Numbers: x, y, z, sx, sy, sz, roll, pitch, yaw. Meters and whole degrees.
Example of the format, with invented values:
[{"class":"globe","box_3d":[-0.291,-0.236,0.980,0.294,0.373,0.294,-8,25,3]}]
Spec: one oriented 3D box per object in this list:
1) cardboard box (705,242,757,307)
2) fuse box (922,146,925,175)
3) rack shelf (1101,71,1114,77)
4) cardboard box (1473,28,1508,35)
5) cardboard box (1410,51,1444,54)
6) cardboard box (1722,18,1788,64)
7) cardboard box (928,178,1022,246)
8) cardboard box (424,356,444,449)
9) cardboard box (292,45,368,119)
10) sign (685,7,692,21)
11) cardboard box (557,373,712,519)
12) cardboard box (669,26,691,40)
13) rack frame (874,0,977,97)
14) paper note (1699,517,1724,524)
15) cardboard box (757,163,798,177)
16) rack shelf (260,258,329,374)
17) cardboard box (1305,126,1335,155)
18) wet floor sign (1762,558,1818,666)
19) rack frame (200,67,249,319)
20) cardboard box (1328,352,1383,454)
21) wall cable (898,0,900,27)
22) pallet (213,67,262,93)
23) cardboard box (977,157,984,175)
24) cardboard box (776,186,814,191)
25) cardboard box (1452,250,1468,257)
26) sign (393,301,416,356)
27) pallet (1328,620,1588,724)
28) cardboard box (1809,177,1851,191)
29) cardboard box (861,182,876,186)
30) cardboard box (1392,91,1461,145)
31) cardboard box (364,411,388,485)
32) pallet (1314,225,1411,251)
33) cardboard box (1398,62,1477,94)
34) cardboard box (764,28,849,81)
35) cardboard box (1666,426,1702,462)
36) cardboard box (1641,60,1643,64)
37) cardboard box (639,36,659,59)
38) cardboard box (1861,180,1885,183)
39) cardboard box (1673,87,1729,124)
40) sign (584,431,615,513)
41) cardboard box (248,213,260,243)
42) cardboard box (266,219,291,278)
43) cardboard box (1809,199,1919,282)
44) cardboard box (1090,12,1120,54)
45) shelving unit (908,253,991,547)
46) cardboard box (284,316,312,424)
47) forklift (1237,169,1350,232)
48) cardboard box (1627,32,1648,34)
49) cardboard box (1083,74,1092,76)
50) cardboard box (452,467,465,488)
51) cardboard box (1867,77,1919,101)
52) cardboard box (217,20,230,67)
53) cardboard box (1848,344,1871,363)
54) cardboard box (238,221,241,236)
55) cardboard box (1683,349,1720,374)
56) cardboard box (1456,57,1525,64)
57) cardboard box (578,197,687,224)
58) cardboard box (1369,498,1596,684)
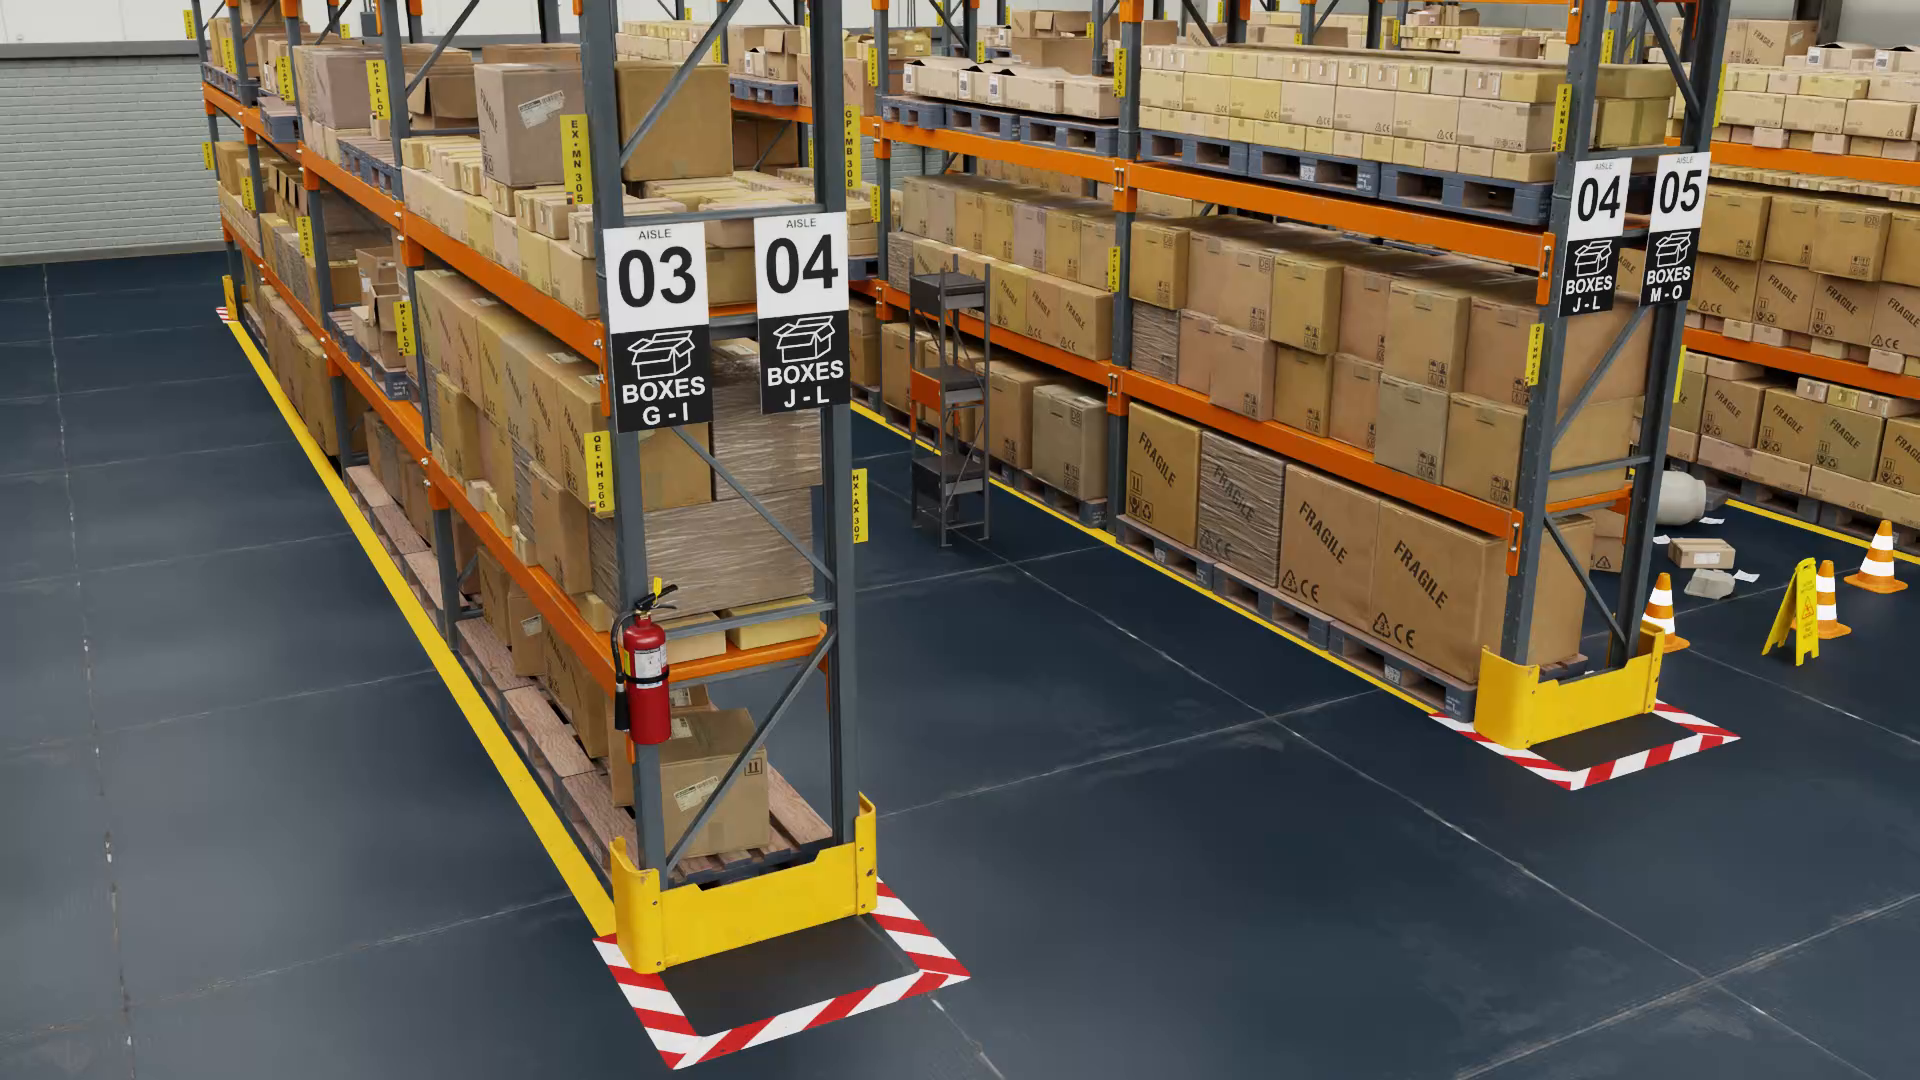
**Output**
[{"class":"cardboard box","box_3d":[-0.922,-1.176,7.072,0.500,0.250,0.500,-9,21,-25]},{"class":"fuse box","box_3d":[-0.577,-7.068,30.492,0.539,1.711,0.414,-10,21,-27]},{"class":"rack shelf","box_3d":[1.153,-6.282,22.744,1.077,0.370,4.000,-10,21,-27]},{"class":"cardboard box","box_3d":[6.897,-6.573,21.615,0.380,0.149,0.250,-10,21,-26]},{"class":"cardboard box","box_3d":[4.443,-4.674,16.826,0.700,0.500,0.500,-10,21,-27]},{"class":"cardboard box","box_3d":[8.825,-5.588,18.678,0.700,0.500,0.500,-10,22,-28]},{"class":"cardboard box","box_3d":[0.139,-2.931,14.841,0.700,0.500,0.500,-10,22,-27]},{"class":"cardboard box","box_3d":[-2.661,-0.848,9.881,0.875,0.500,0.500,-10,21,-27]},{"class":"cardboard box","box_3d":[-4.723,-3.474,12.582,0.500,0.500,0.500,-10,21,-26]},{"class":"sign","box_3d":[-3.608,-6.900,22.072,0.100,0.325,0.005,-10,21,-27]},{"class":"cardboard box","box_3d":[-1.399,-0.431,7.139,0.500,0.500,0.500,-10,21,-27]},{"class":"cardboard box","box_3d":[-3.232,-6.021,19.736,0.380,0.149,0.250,-10,21,-27]},{"class":"rack frame","box_3d":[-0.307,-5.522,14.840,1.000,3.000,0.127,-10,21,-27]},{"class":"paper note","box_3d":[5.895,-0.155,13.033,0.148,0.019,0.142,16,25,39]},{"class":"cardboard box","box_3d":[-2.219,-4.204,19.606,0.500,0.500,0.500,-10,22,-28]},{"class":"rack shelf","box_3d":[-5.669,-2.181,15.457,1.077,0.370,4.000,-10,21,-27]},{"class":"cardboard box","box_3d":[2.312,-2.416,10.023,0.380,0.149,0.250,-10,21,-26]},{"class":"wet floor sign","box_3d":[5.249,0.425,10.411,0.267,0.644,0.232,-14,24,-36]},{"class":"rack frame","box_3d":[-8.519,-4.244,20.331,1.000,3.000,0.127,-10,21,-27]},{"class":"cardboard box","box_3d":[2.840,-0.895,10.397,0.875,0.550,0.550,-10,21,-27]},{"class":"wall cable","box_3d":[-2.083,-10.320,28.742,2.355,3.000,0.029,-10,21,-27]},{"class":"pallet","box_3d":[-7.574,-5.058,18.228,1.003,0.211,1.213,-10,21,-27]},{"class":"cardboard box","box_3d":[0.443,-5.503,23.827,0.500,0.500,0.500,-10,22,-27]},{"class":"cardboard box","box_3d":[-1.678,-3.563,17.189,0.380,0.149,0.250,-9,21,-25]},{"class":"cardboard box","box_3d":[4.942,-2.814,15.928,0.380,0.149,0.250,-10,21,-27]},{"class":"sign","box_3d":[-3.307,-1.259,9.907,0.100,0.325,0.005,-10,21,-27]},{"class":"pallet","box_3d":[3.044,0.711,10.248,1.003,0.211,1.213,-10,21,-27]},{"class":"cardboard box","box_3d":[9.391,-3.811,17.929,0.380,0.149,0.250,-11,22,-28]},{"class":"cardboard box","box_3d":[-1.096,-3.659,17.467,0.380,0.149,0.250,-10,22,-27]},{"class":"cardboard box","box_3d":[2.777,-2.364,9.263,0.500,0.250,0.500,-10,21,-27]},{"class":"cardboard box","box_3d":[-4.384,-0.784,13.463,0.700,0.500,0.500,-11,22,-30]},{"class":"pallet","box_3d":[4.434,-3.203,17.610,1.213,0.211,1.003,-10,21,-27]},{"class":"cardboard box","box_3d":[2.670,-2.576,9.264,0.380,0.149,0.250,-10,21,-26]},{"class":"cardboard box","box_3d":[-1.588,-5.036,17.227,0.797,0.503,0.637,-10,22,-27]},{"class":"cardboard box","box_3d":[6.207,-0.870,14.125,0.500,0.250,0.500,-9,21,-24]},{"class":"cardboard box","box_3d":[7.911,-5.709,20.209,0.500,0.250,0.500,-11,22,-28]},{"class":"cardboard box","box_3d":[-3.648,-6.104,20.586,0.500,0.250,0.500,-10,21,-26]},{"class":"cardboard box","box_3d":[9.951,-3.819,17.952,0.380,0.149,0.250,-10,22,-27]},{"class":"cardboard box","box_3d":[6.122,-3.506,13.369,0.500,0.250,0.500,-10,21,-27]},{"class":"sign","box_3d":[-1.419,-0.267,6.547,0.100,0.325,0.005,-10,21,-27]},{"class":"cardboard box","box_3d":[-7.060,-3.251,17.229,0.500,0.250,0.500,-10,22,-28]},{"class":"cardboard box","box_3d":[-6.381,-2.828,16.074,0.500,0.500,0.500,-10,21,-27]},{"class":"cardboard box","box_3d":[6.799,-2.236,12.370,0.700,0.500,0.500,-10,22,-27]},{"class":"cardboard box","box_3d":[2.008,-6.543,21.445,0.500,0.500,0.500,-10,21,-26]},{"class":"shelving unit","box_3d":[-0.079,-1.040,12.427,0.431,2.100,0.503,-10,21,-27]},{"class":"cardboard box","box_3d":[-5.446,-1.600,15.282,1.225,0.875,0.875,-10,21,-26]},{"class":"forklift","box_3d":[3.385,-2.615,15.716,3.031,2.935,1.130,-8,20,-21]},{"class":"cardboard box","box_3d":[8.342,-6.154,20.432,0.380,0.149,0.250,-10,21,-26]},{"class":"cardboard box","box_3d":[0.891,-3.708,13.590,0.396,0.266,0.258,-10,21,-27]},{"class":"cardboard box","box_3d":[-2.732,-0.431,9.666,0.380,0.149,0.250,-10,21,-27]},{"class":"cardboard box","box_3d":[6.868,-3.295,12.145,0.380,0.149,0.250,-11,22,-28]},{"class":"cardboard box","box_3d":[-7.775,-5.493,18.402,0.700,0.500,0.500,-12,22,-30]},{"class":"cardboard box","box_3d":[6.967,-1.438,12.586,0.380,0.149,0.250,-10,21,-26]},{"class":"cardboard box","box_3d":[-7.783,-3.456,18.432,0.380,0.149,0.250,-10,21,-26]},{"class":"cardboard box","box_3d":[6.196,-1.490,13.779,0.380,0.149,0.250,-9,21,-25]},{"class":"cardboard box","box_3d":[3.132,-2.749,9.766,0.380,0.149,0.250,-10,22,-28]},{"class":"cardboard box","box_3d":[-1.348,-1.310,6.851,0.380,0.149,0.250,-11,22,-28]},{"class":"cardboard box","box_3d":[3.112,0.232,9.975,0.875,0.875,0.875,-10,21,-26]}]
